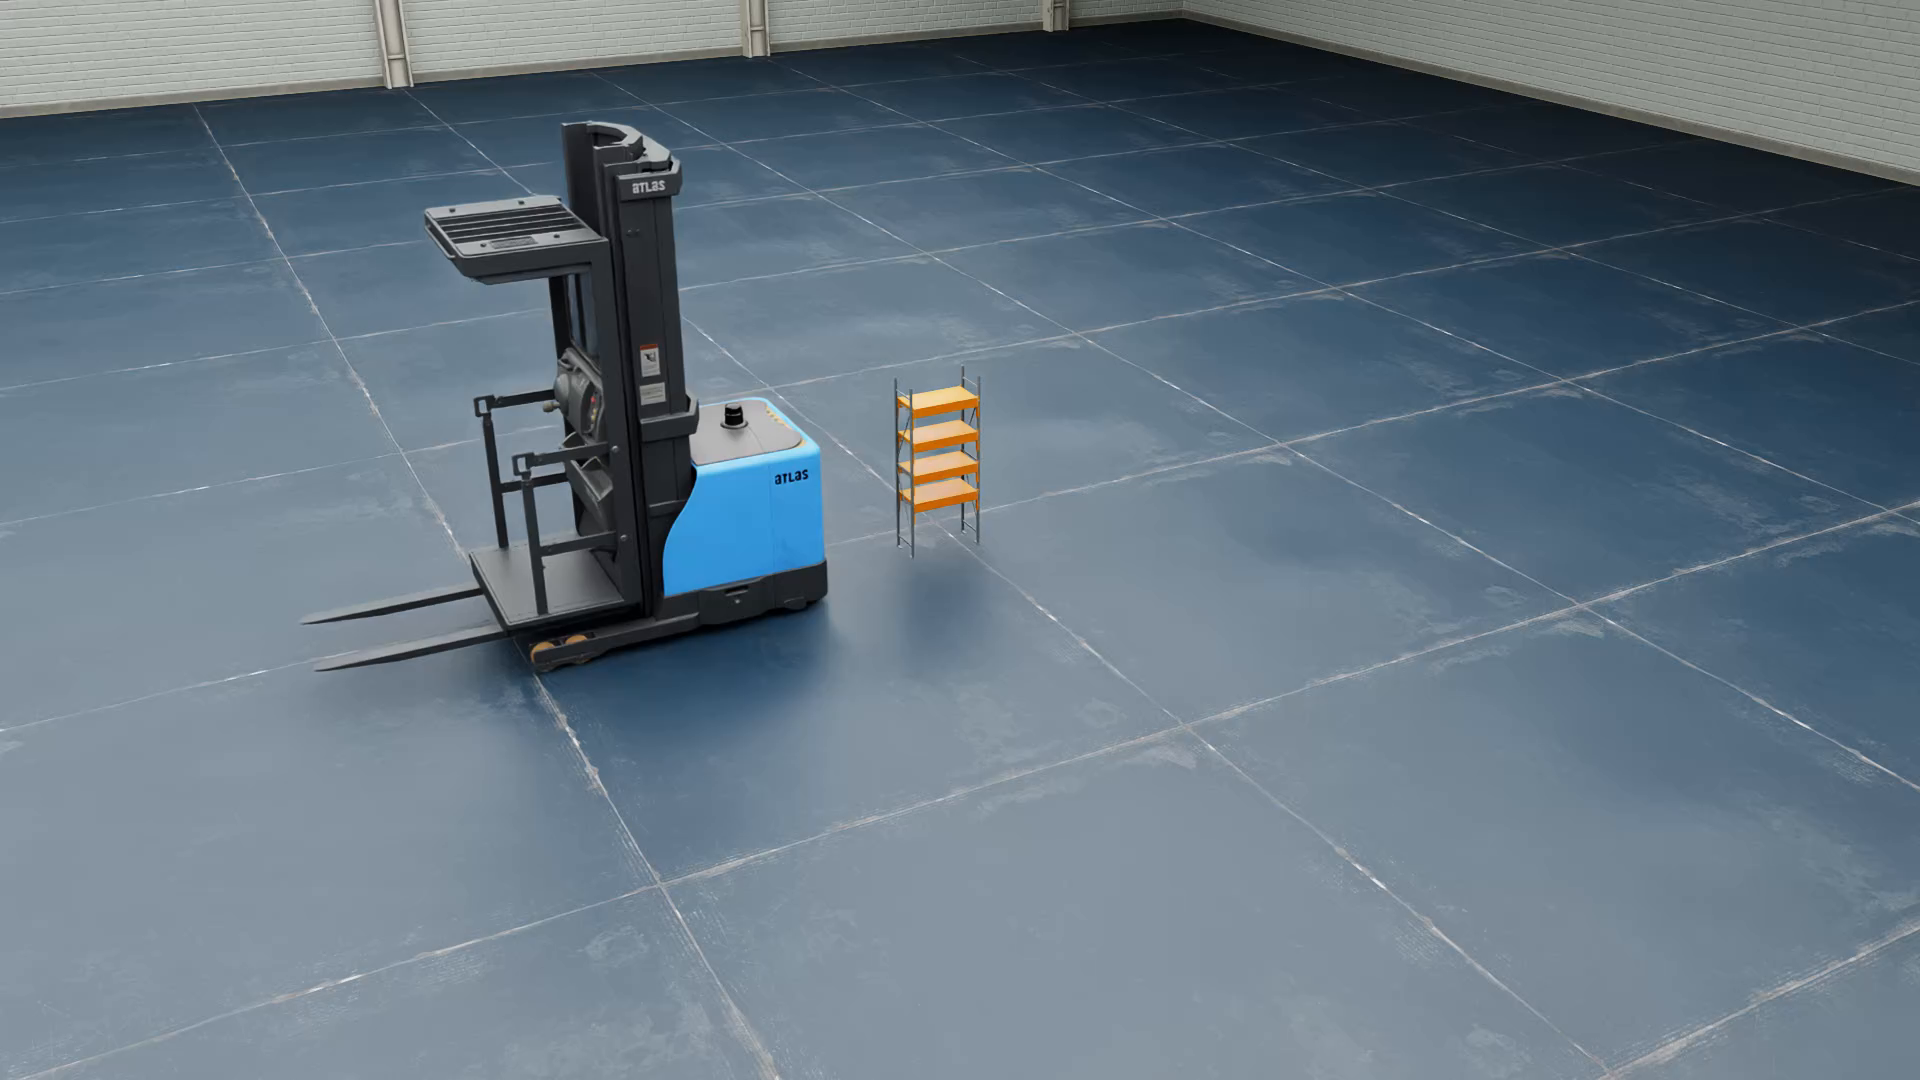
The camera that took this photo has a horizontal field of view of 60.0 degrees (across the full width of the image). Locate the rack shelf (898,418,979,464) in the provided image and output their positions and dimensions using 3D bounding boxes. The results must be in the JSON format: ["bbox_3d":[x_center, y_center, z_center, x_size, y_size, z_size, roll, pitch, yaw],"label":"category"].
[{"bbox_3d":[-0.146,-0.648,10.852,0.480,0.148,0.258,-13,29,-25],"label":"rack shelf"}]

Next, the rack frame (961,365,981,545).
[{"bbox_3d":[0.069,-0.557,11.024,0.015,1.200,0.240,-13,29,-25],"label":"rack frame"}]

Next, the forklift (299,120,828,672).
[{"bbox_3d":[-2.378,-0.818,9.568,3.031,2.935,1.130,-12,28,-24],"label":"forklift"}]

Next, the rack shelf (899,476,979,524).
[{"bbox_3d":[-0.146,-0.268,11.035,0.480,0.148,0.258,-13,29,-25],"label":"rack shelf"}]

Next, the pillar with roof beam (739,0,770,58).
[{"bbox_3d":[-1.479,-10.757,23.258,0.400,9.000,9.100,-13,29,-25],"label":"pillar with roof beam"}]

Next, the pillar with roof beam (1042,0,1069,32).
[{"bbox_3d":[3.815,-11.979,25.803,0.400,9.000,9.100,-13,29,-25],"label":"pillar with roof beam"}]

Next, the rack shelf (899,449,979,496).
[{"bbox_3d":[-0.146,-0.447,10.949,0.480,0.148,0.258,-13,29,-25],"label":"rack shelf"}]

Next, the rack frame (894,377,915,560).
[{"bbox_3d":[-0.361,-0.457,10.817,0.015,1.200,0.240,-13,29,-25],"label":"rack frame"}]

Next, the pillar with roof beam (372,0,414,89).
[{"bbox_3d":[-6.773,-9.535,20.712,0.400,9.000,9.100,-13,29,-25],"label":"pillar with roof beam"}]

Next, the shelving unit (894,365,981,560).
[{"bbox_3d":[-0.146,-0.507,10.920,0.503,1.200,0.258,-13,29,-25],"label":"shelving unit"}]

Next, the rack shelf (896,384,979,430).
[{"bbox_3d":[-0.146,-0.861,10.750,0.480,0.148,0.258,-13,29,-25],"label":"rack shelf"}]
